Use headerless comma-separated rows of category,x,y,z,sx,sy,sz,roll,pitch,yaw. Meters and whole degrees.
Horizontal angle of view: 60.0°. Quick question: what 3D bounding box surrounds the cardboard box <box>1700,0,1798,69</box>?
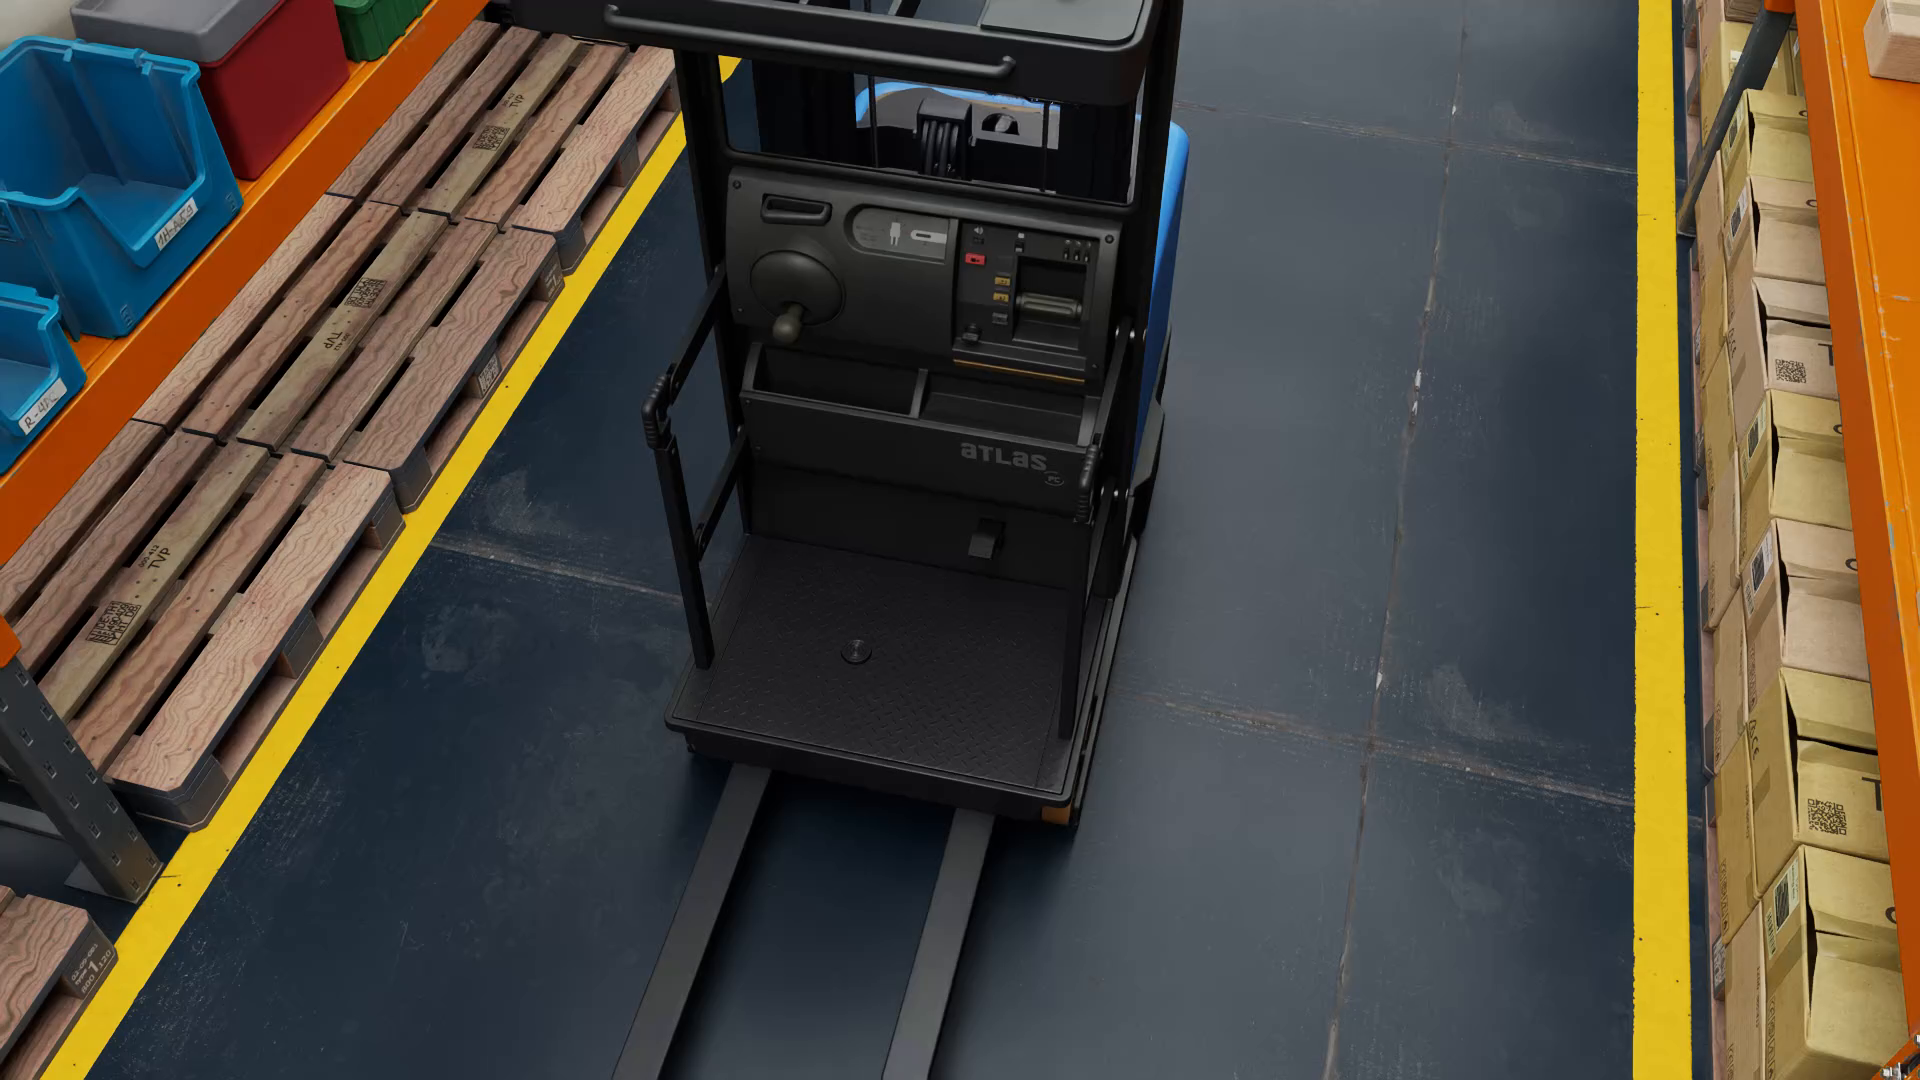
cardboard box,3.246,-2.049,6.611,0.500,0.250,0.500,12,50,10

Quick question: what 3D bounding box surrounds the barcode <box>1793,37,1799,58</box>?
barcode,2.725,-1.615,5.408,0.001,0.075,0.075,12,50,10

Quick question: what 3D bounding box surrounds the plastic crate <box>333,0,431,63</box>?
plastic crate,-1.770,-1.676,4.870,0.450,0.188,0.662,12,50,10

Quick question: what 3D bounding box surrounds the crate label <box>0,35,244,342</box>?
crate label,-2.114,-0.845,3.972,0.502,0.435,0.616,12,50,10

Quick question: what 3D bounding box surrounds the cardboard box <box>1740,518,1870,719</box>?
cardboard box,2.307,0.228,4.228,0.500,0.311,0.500,11,50,10

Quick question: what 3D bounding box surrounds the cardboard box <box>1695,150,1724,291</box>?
cardboard box,2.849,-1.068,5.745,0.500,0.250,0.500,10,49,9

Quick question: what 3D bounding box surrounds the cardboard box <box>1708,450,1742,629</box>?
cardboard box,2.444,0.045,4.764,0.500,0.250,0.500,12,50,11

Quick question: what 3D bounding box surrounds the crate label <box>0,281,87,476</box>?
crate label,-2.164,-0.344,3.664,0.303,0.233,0.416,12,50,10

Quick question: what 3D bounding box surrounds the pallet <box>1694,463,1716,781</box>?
pallet,2.718,0.267,4.873,1.003,0.211,1.213,12,50,10

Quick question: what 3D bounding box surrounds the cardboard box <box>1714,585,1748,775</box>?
cardboard box,2.312,0.418,4.435,0.500,0.250,0.500,13,50,11

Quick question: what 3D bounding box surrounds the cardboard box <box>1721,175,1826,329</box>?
cardboard box,2.708,-0.885,5.210,0.500,0.311,0.500,11,49,10

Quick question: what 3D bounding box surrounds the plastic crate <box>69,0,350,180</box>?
plastic crate,-1.916,-1.298,4.352,0.402,0.464,0.583,12,50,10

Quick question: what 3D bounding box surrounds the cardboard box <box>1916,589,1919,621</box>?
cardboard box,2.111,0.190,3.249,0.380,0.149,0.250,12,50,10

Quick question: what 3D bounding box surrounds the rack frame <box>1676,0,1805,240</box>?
rack frame,3.194,-2.081,5.086,1.000,3.000,0.127,12,50,10

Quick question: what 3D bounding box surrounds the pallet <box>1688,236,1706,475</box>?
pallet,3.038,-0.618,5.655,1.003,0.211,1.213,12,50,10

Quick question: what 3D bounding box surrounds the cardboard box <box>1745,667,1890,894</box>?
cardboard box,2.172,0.593,3.906,0.500,0.311,0.500,11,49,9

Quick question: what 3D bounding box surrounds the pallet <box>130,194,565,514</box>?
pallet,-2.072,-0.678,5.707,1.003,0.211,1.213,12,50,10

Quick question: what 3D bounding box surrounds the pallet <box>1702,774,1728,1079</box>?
pallet,2.395,1.147,4.097,1.003,0.211,1.213,12,50,10

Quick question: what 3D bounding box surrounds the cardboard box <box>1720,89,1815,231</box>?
cardboard box,2.845,-1.246,5.529,0.500,0.311,0.500,12,50,10

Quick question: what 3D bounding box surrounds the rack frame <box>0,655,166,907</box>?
rack frame,-2.637,-0.168,3.398,1.000,3.000,0.127,12,50,10

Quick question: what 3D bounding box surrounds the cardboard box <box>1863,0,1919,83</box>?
cardboard box,2.763,-1.398,4.650,0.380,0.149,0.250,12,50,10

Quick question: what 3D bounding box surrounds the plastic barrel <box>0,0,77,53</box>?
plastic barrel,-2.461,-1.296,4.319,0.421,0.512,0.421,0,49,0

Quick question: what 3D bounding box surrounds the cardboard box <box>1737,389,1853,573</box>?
cardboard box,2.441,-0.134,4.547,0.500,0.311,0.500,13,50,11

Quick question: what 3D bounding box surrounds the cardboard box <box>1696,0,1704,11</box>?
cardboard box,3.364,-2.413,6.933,0.500,0.250,0.500,12,50,10

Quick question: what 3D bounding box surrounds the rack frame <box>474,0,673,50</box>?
rack frame,-1.584,-3.061,5.951,1.000,3.000,0.127,12,50,10

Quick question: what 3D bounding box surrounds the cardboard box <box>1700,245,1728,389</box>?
cardboard box,2.713,-0.698,5.419,0.500,0.250,0.500,13,50,11

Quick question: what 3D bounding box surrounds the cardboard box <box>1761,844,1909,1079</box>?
cardboard box,2.041,0.970,3.573,0.500,0.311,0.500,13,50,11

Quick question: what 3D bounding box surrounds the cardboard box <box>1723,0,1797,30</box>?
cardboard box,3.248,-2.296,6.330,0.500,0.500,0.500,12,50,10

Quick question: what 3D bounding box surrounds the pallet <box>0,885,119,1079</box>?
pallet,-2.804,1.333,3.933,1.003,0.211,1.213,12,50,10

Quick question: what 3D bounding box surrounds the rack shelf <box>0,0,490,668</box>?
rack shelf,-2.110,-1.377,4.944,1.077,0.370,4.000,12,50,10

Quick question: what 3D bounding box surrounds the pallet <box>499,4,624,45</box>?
pallet,-1.367,-2.616,7.418,1.003,0.211,1.213,12,50,10

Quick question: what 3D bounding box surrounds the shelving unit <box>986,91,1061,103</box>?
shelving unit,0.256,-1.243,5.547,0.258,1.200,0.503,10,49,9

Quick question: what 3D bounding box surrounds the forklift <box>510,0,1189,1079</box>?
forklift,-0.144,-0.513,3.747,1.130,2.935,3.031,10,49,9

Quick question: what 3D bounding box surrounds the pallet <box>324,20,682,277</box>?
pallet,-1.753,-1.563,6.489,1.003,0.211,1.213,12,50,10

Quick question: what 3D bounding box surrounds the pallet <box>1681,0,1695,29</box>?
pallet,3.763,-2.611,7.413,1.003,0.211,1.213,12,50,10

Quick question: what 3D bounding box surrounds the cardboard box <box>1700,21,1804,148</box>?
cardboard box,3.105,-1.689,6.294,0.500,0.250,0.500,12,50,10

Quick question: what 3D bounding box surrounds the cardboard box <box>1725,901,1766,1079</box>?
cardboard box,2.044,1.154,3.785,0.500,0.250,0.500,13,50,11

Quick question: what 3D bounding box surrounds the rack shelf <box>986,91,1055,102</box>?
rack shelf,0.256,-1.503,5.252,0.258,0.148,0.480,10,49,9

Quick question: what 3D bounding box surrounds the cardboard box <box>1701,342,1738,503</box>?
cardboard box,2.579,-0.323,5.088,0.500,0.250,0.500,10,49,9

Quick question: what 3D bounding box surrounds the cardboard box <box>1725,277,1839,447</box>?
cardboard box,2.573,-0.511,4.880,0.500,0.311,0.500,10,49,9

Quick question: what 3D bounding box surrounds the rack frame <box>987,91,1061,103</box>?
rack frame,0.200,-1.065,5.389,0.240,1.200,0.015,10,49,9

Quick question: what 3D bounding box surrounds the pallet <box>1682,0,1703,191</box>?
pallet,3.444,-1.726,6.632,1.003,0.211,1.213,12,50,10

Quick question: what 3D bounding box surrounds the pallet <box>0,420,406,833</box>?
pallet,-2.395,0.202,4.931,1.003,0.211,1.213,12,50,10

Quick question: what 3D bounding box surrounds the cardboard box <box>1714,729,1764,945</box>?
cardboard box,2.176,0.781,4.114,0.500,0.250,0.500,11,49,10
